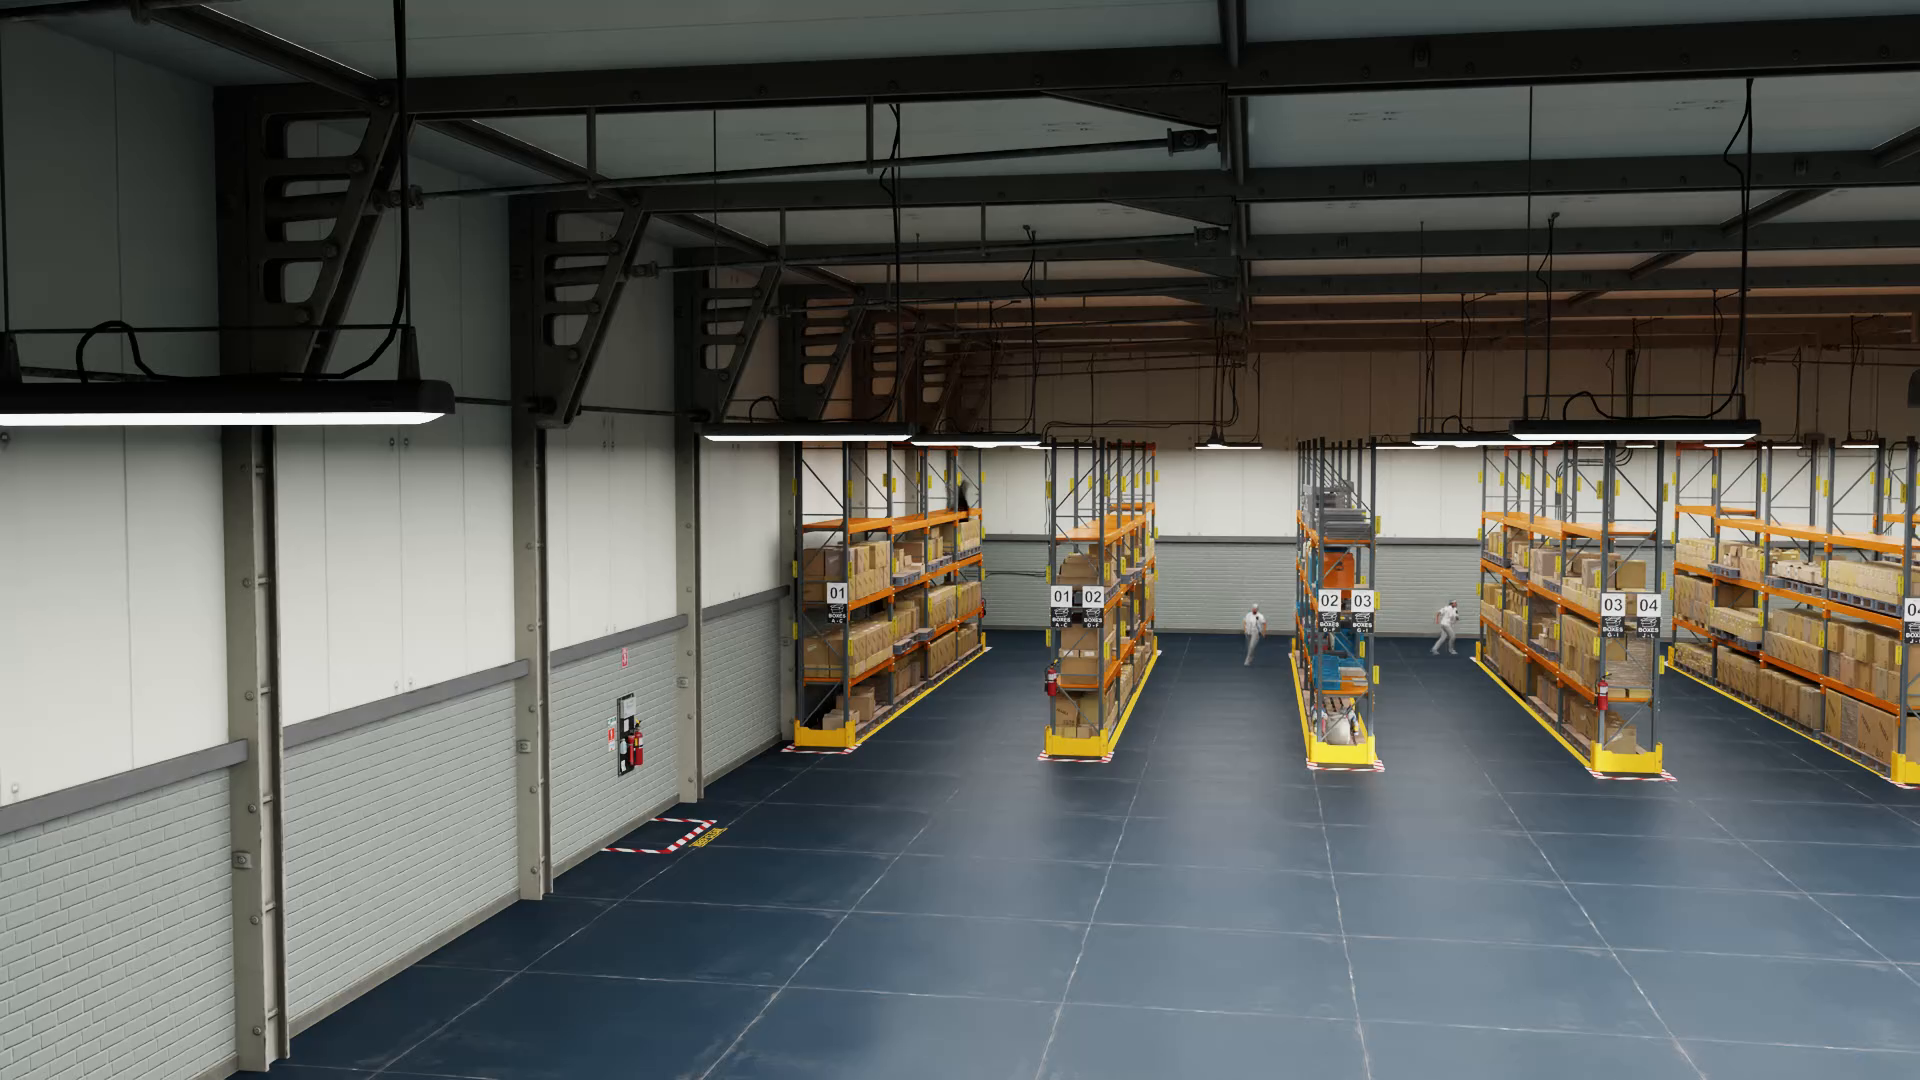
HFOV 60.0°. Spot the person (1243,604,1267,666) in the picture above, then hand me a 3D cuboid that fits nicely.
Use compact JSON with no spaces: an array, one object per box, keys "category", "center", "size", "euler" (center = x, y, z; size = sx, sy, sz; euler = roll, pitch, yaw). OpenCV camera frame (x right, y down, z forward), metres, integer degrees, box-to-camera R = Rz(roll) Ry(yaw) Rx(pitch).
[{"category":"person","center":[7.832,2.520,44.404],"size":[0.643,1.641,0.924],"euler":[2,4,33]}]

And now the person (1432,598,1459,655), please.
[{"category":"person","center":[13.717,2.430,46.821],"size":[0.684,1.605,0.723],"euler":[2,4,38]}]
